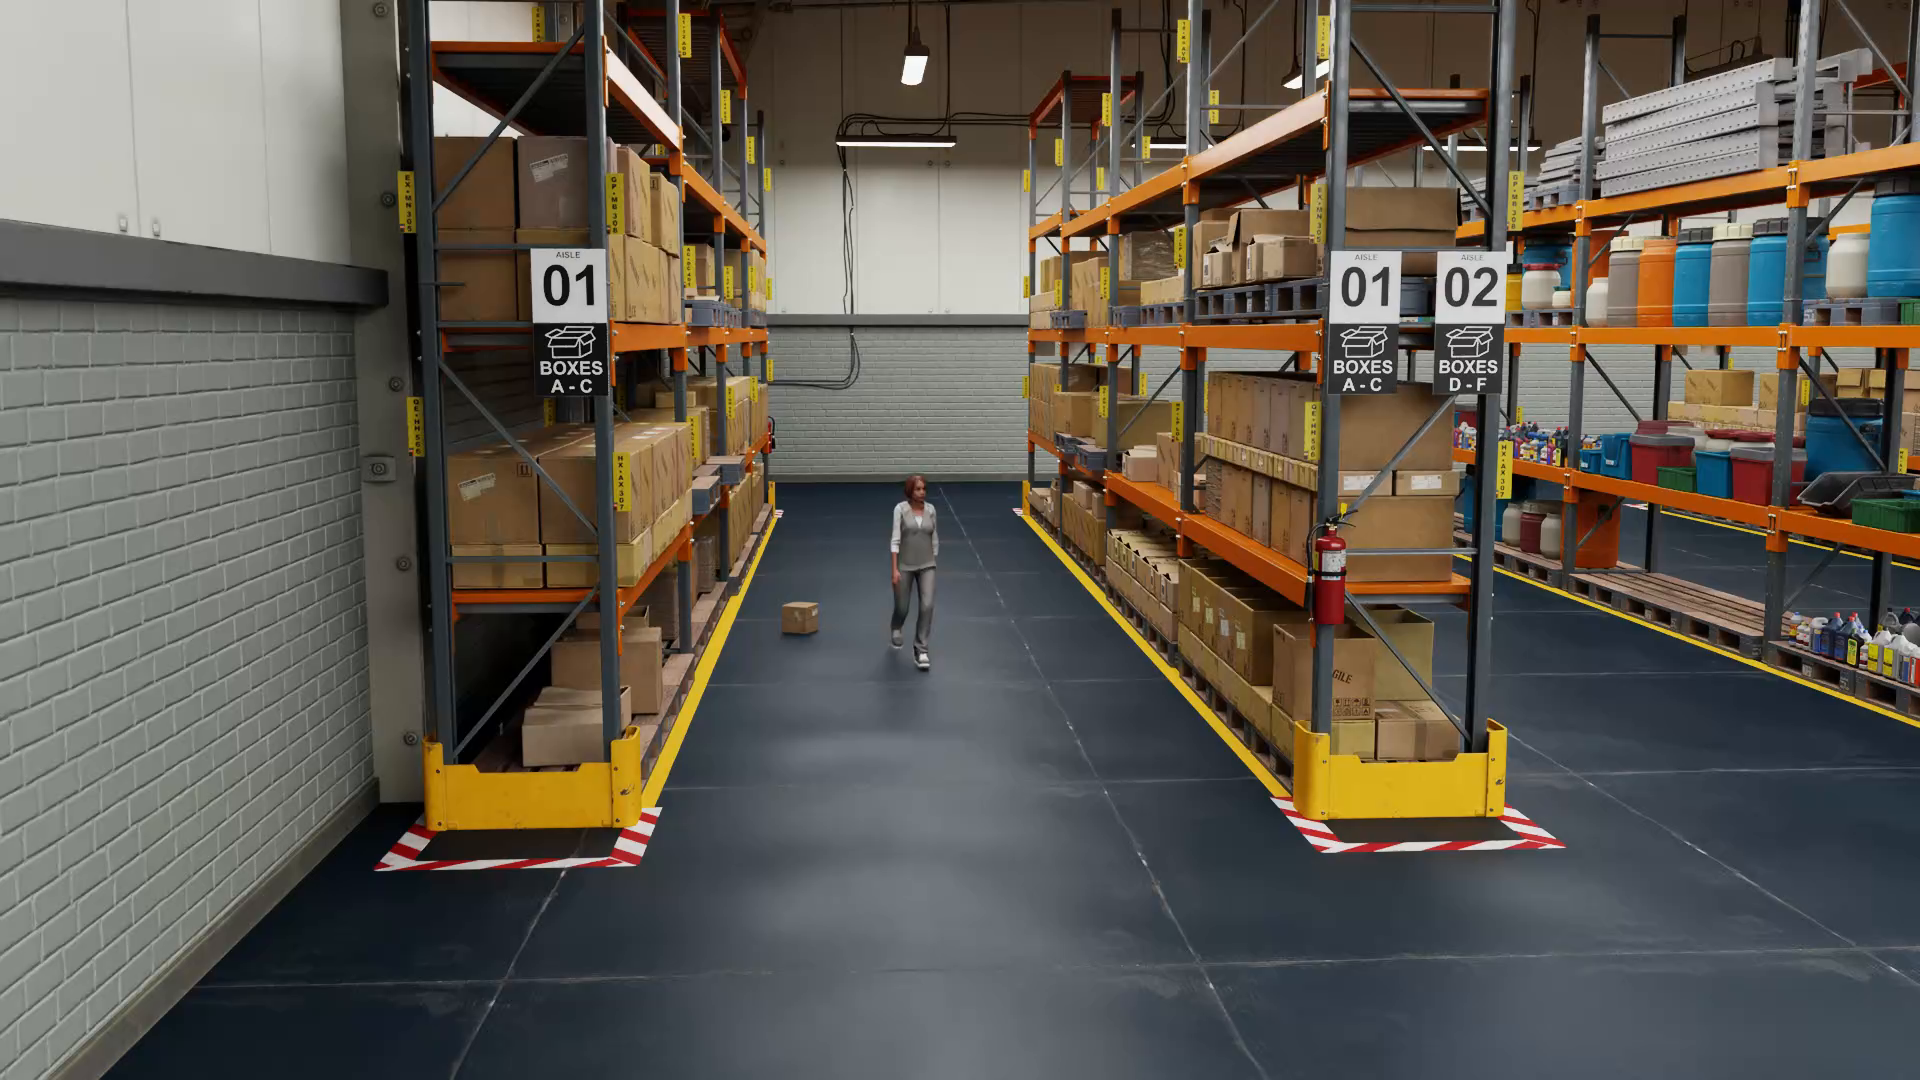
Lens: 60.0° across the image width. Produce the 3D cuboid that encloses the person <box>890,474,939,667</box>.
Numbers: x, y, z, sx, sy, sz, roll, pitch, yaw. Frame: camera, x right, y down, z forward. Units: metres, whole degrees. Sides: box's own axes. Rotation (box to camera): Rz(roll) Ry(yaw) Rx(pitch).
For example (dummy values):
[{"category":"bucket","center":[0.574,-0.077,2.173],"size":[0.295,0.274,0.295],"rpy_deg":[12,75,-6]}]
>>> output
[{"category":"person","center":[-0.386,0.231,13.825],"size":[0.439,1.572,0.729],"rpy_deg":[-2,7,-15]}]
